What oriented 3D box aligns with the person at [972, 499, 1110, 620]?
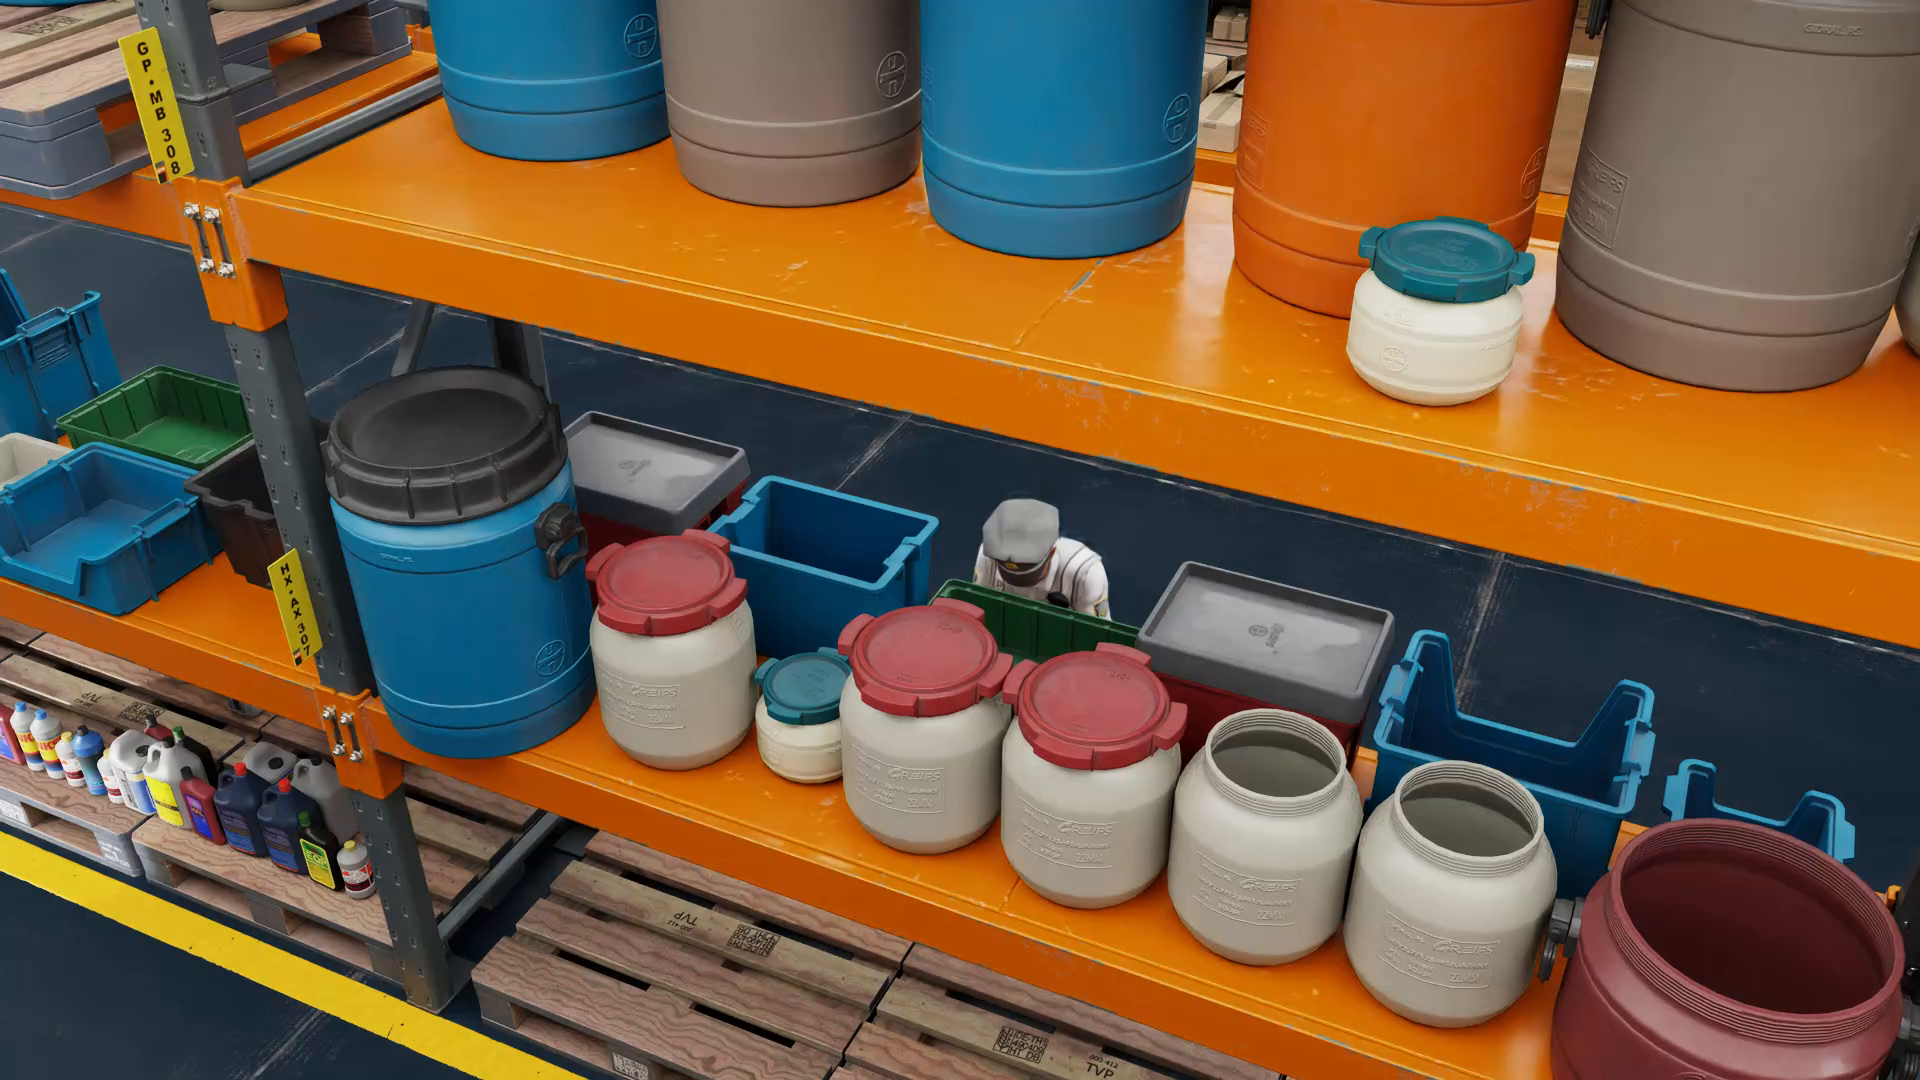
[{"bbox_3d":[0.272,0.442,5.659,0.532,1.479,0.633,15,37,21],"label":"person"}]
